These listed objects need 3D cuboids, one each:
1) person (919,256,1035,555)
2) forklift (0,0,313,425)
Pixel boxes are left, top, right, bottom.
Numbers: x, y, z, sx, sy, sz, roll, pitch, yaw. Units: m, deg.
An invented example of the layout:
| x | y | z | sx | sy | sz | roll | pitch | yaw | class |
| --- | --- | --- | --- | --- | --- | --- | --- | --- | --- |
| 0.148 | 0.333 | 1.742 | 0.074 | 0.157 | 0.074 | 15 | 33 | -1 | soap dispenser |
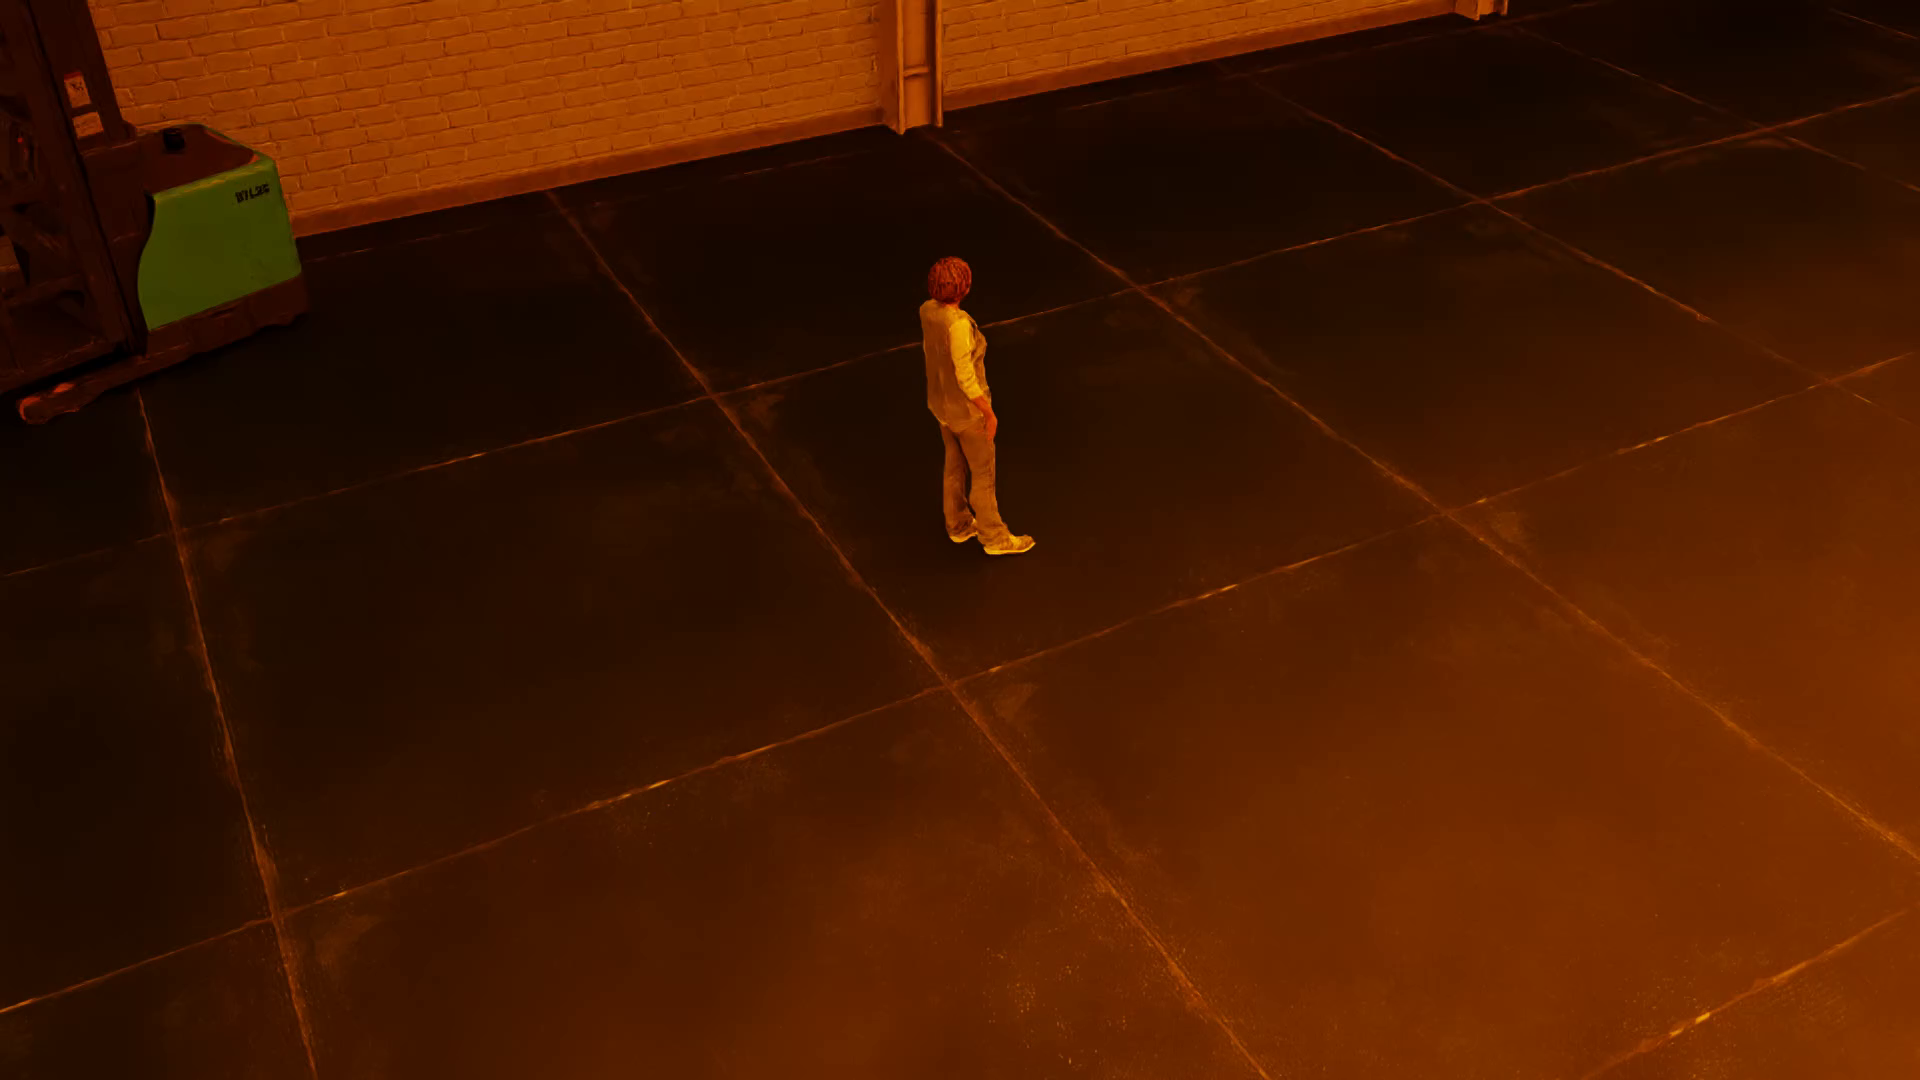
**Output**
| x | y | z | sx | sy | sz | roll | pitch | yaw | class |
| --- | --- | --- | --- | --- | --- | --- | --- | --- | --- |
| 0.072 | -0.671 | 8.216 | 0.474 | 1.597 | 0.521 | -17 | 39 | -23 | person |
| -5.506 | -2.190 | 9.222 | 1.130 | 2.935 | 3.031 | 27 | 44 | 33 | forklift |
